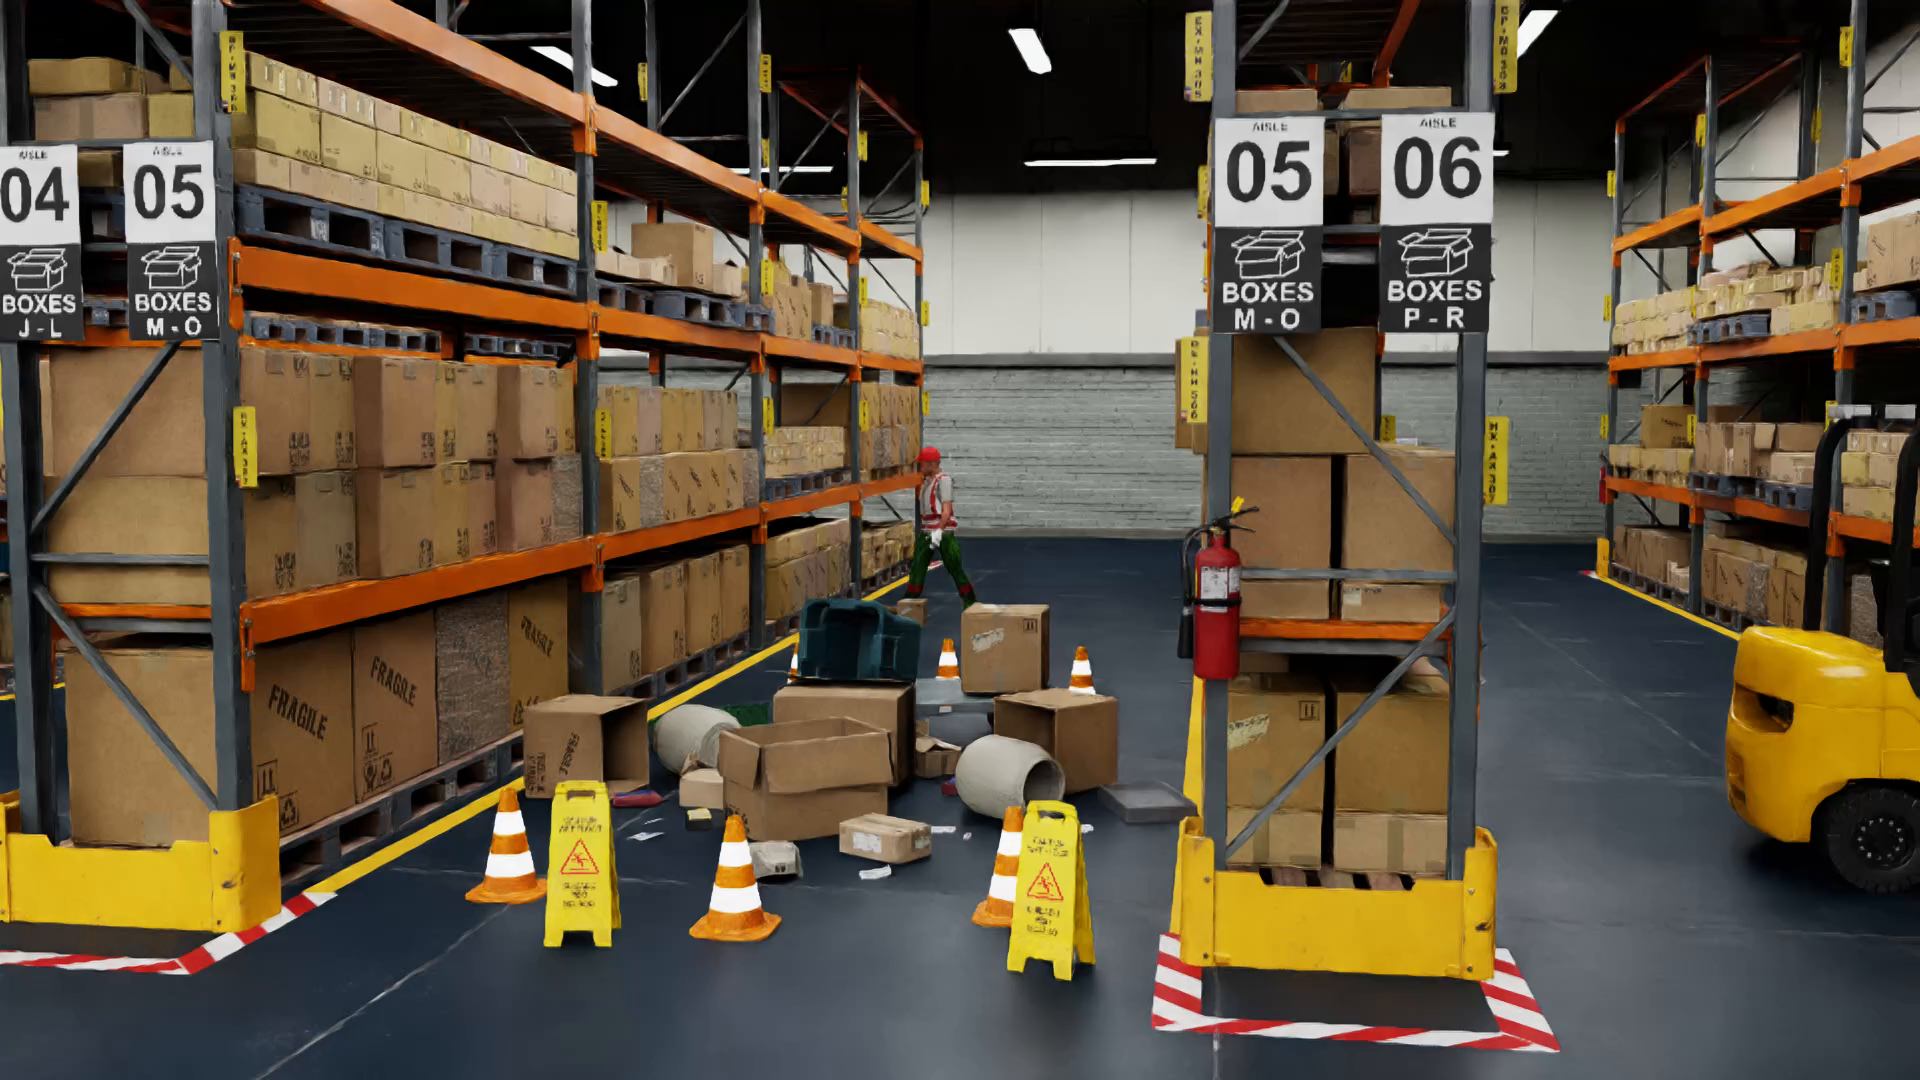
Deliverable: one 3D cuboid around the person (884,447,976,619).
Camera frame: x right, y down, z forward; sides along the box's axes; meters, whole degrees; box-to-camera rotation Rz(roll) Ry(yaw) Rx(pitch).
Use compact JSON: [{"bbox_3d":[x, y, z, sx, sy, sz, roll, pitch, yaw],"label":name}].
[{"bbox_3d":[-0.282,-0.065,16.824,0.900,1.753,0.627,-3,5,-33],"label":"person"}]
